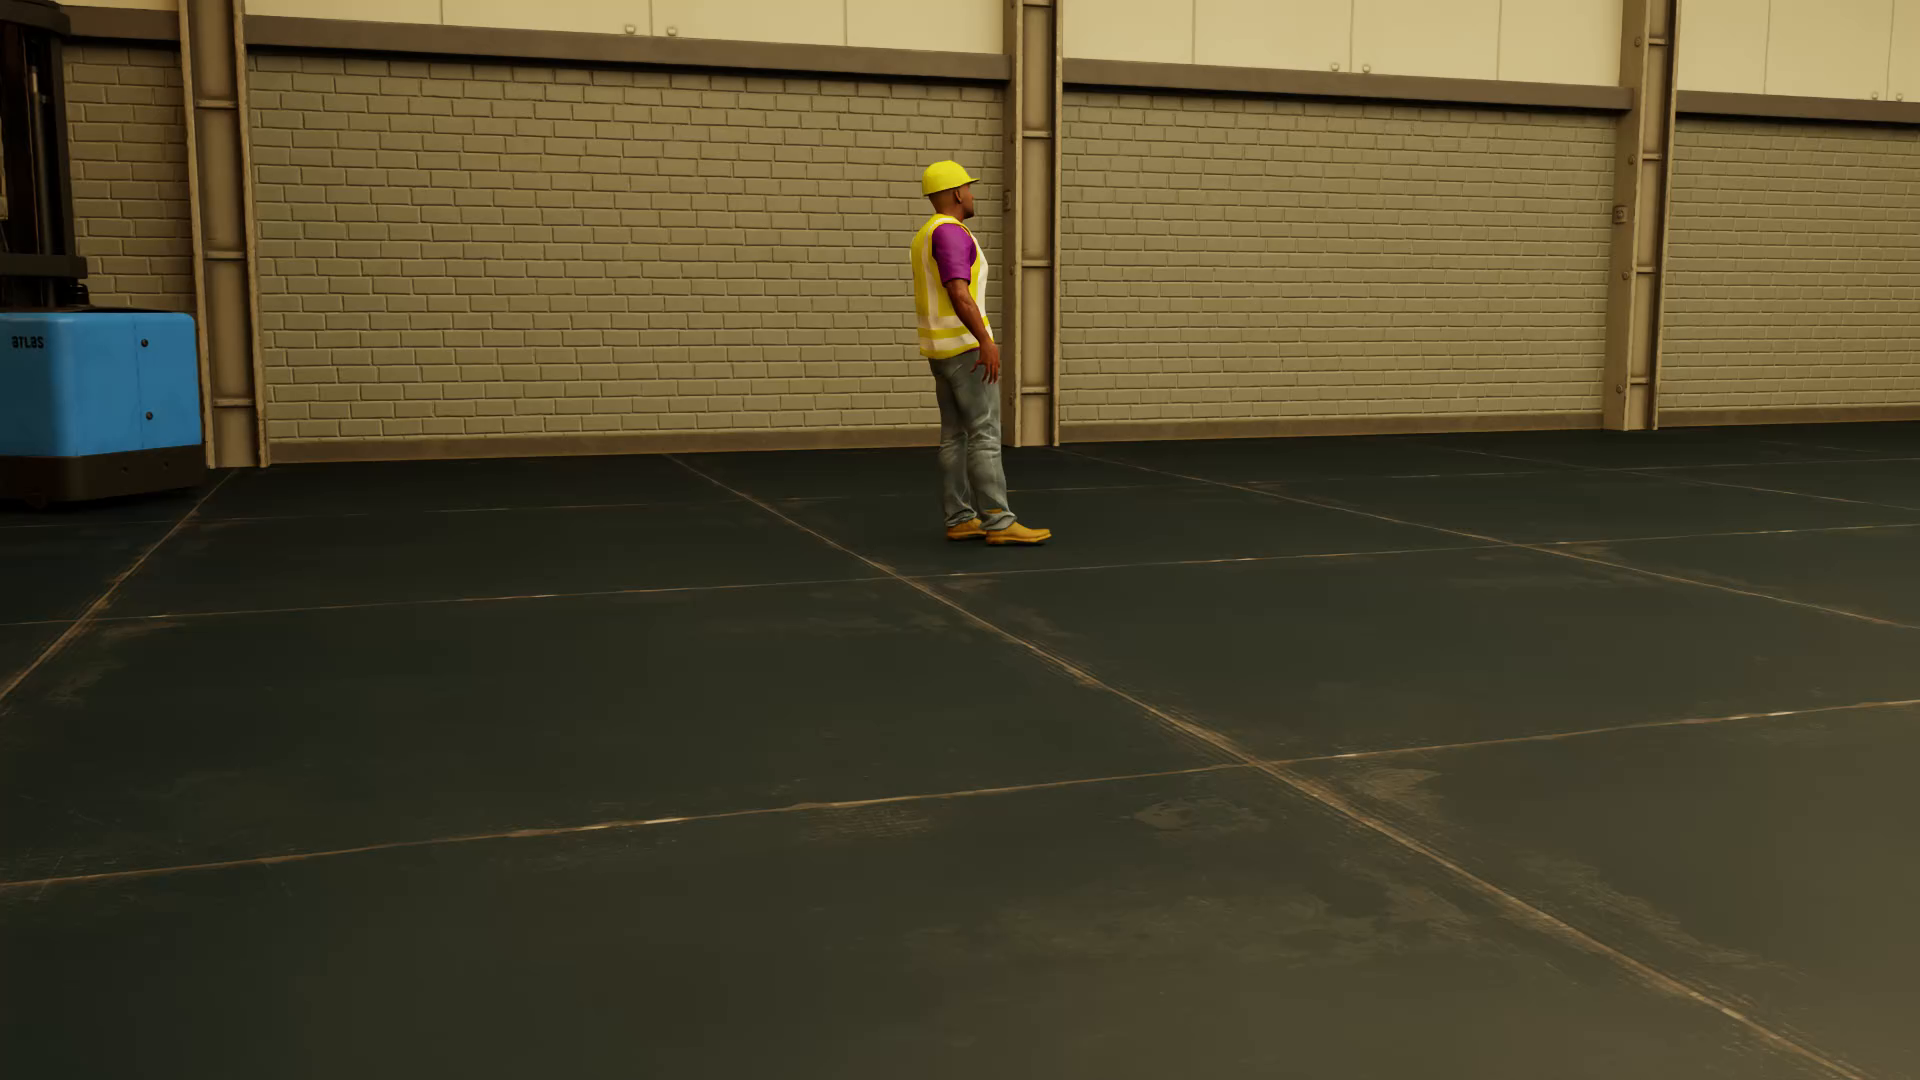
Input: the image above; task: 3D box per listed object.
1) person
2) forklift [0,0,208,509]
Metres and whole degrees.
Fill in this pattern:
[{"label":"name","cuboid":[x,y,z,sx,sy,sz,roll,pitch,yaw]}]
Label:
[{"label":"person","cuboid":[0.068,-0.885,7.820,0.577,1.765,0.665,-3,8,-18]},{"label":"forklift","cuboid":[-6.008,-1.711,9.631,3.031,2.935,1.130,3,8,18]}]
